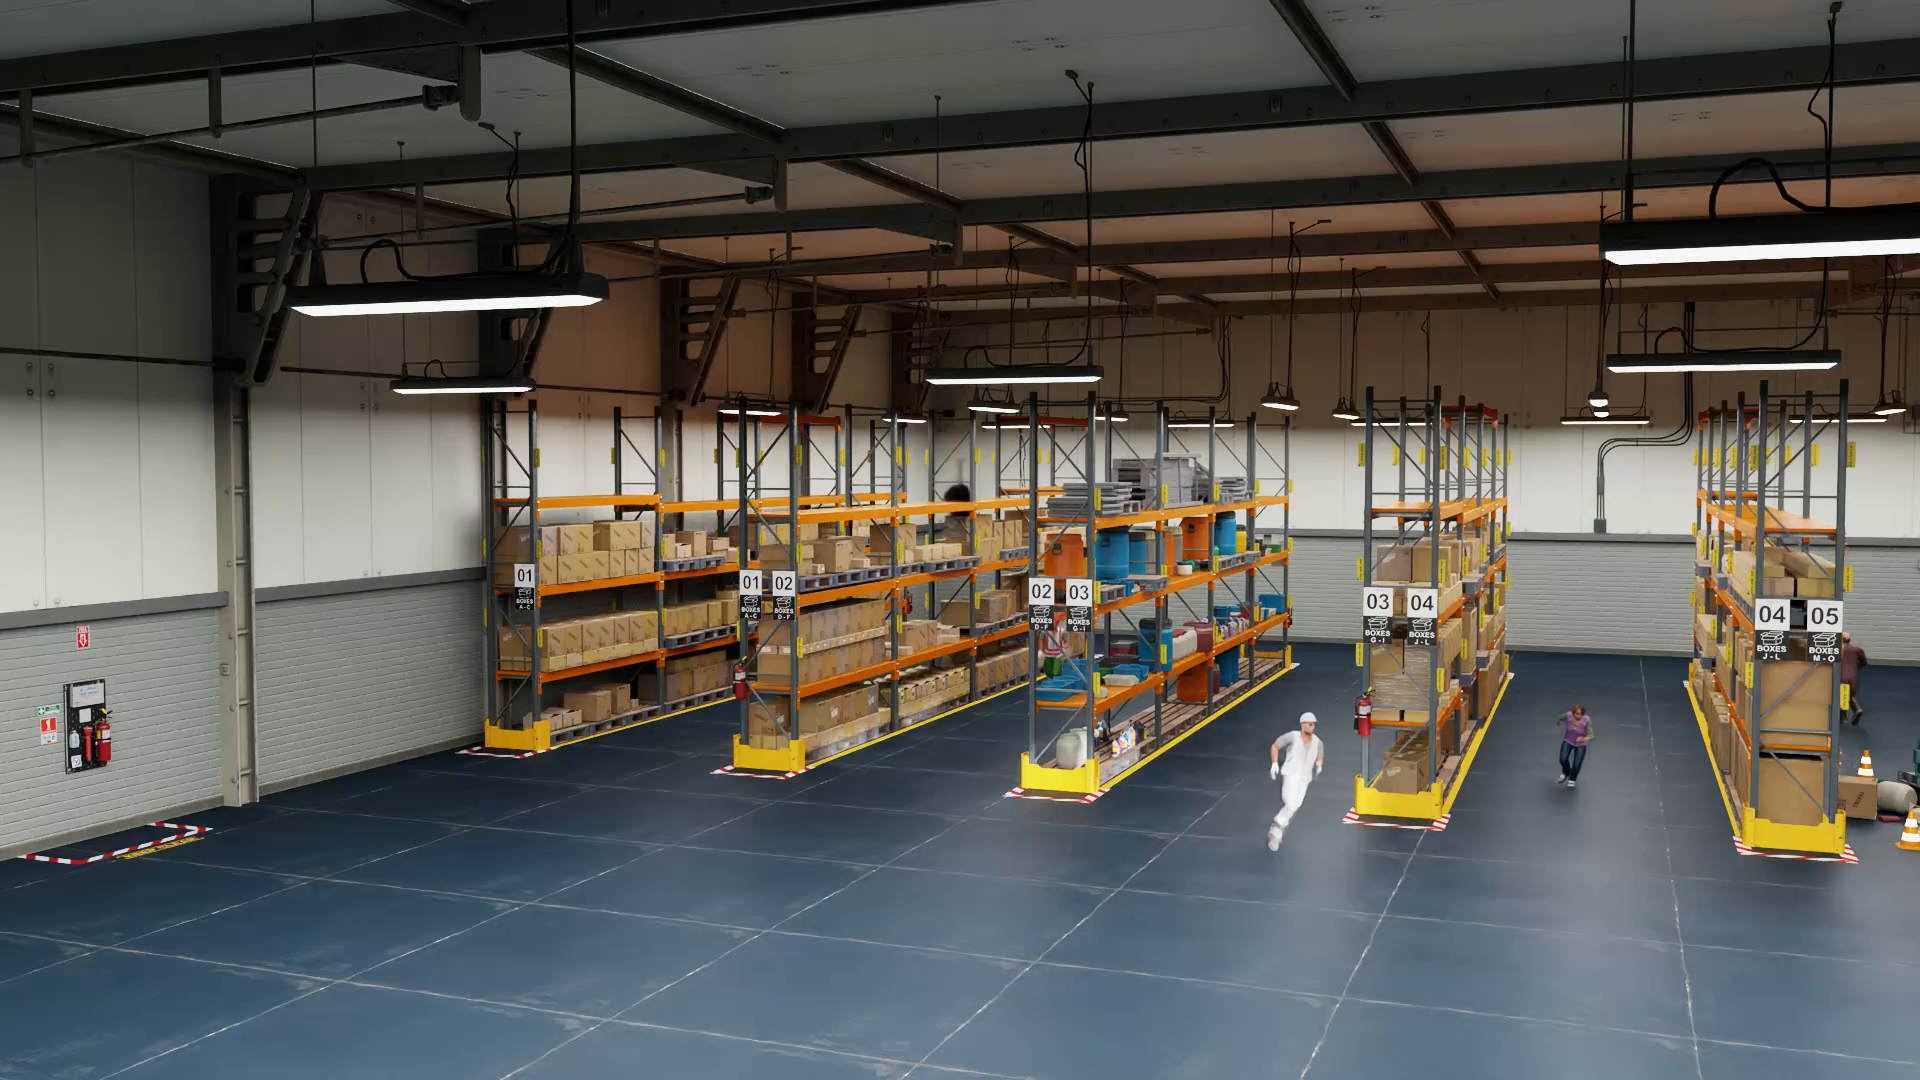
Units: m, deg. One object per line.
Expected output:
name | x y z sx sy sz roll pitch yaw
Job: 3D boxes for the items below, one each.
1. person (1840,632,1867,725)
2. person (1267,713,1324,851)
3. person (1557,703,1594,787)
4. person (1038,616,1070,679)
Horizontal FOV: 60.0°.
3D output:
person | 16.641 2.606 31.109 0.705 1.734 0.877 0 3 8
person | 4.273 3.066 21.280 0.806 1.727 0.784 -1 3 -17
person | 9.221 3.091 24.948 0.551 1.334 0.911 1 3 23
person | 1.962 2.432 34.788 0.656 1.718 0.689 0 3 3
